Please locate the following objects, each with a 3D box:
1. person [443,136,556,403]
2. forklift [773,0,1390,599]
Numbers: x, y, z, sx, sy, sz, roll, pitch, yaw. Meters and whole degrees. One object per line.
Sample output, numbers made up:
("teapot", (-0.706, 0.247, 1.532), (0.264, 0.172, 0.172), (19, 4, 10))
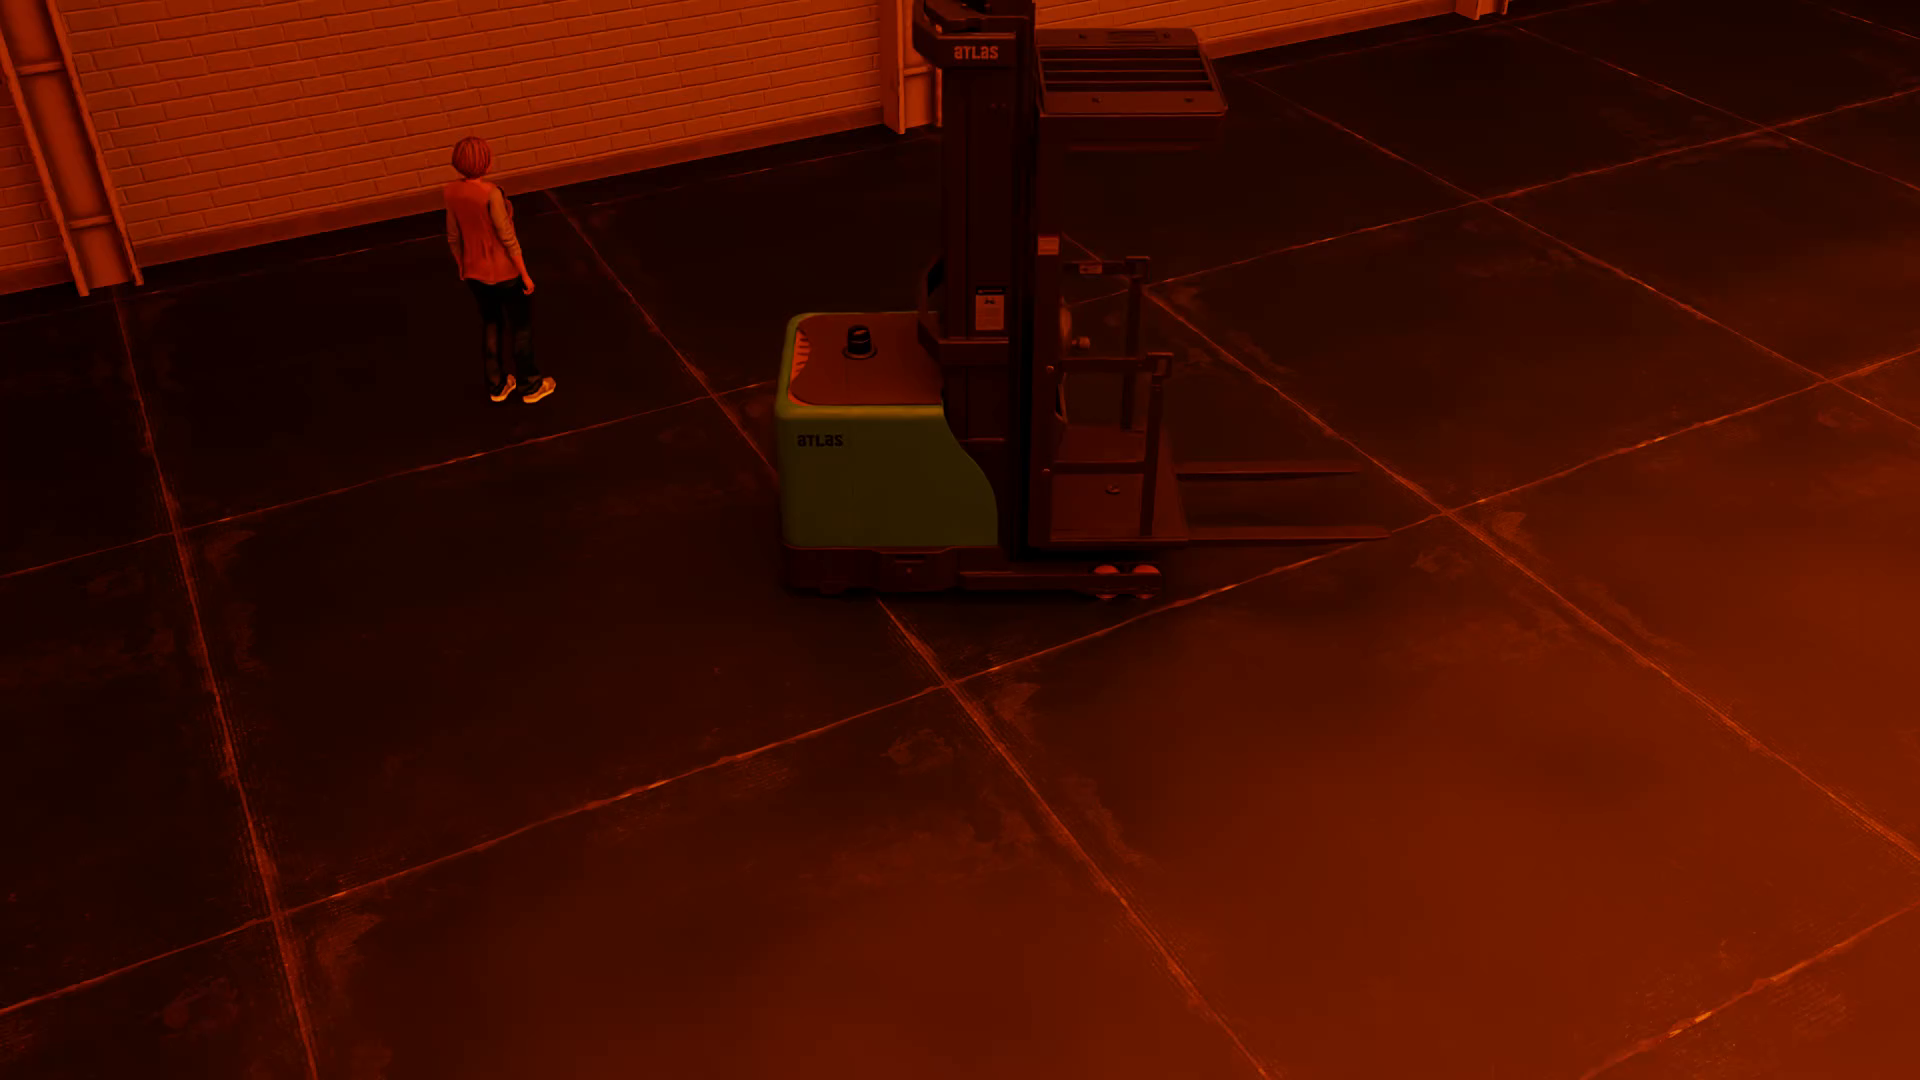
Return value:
("person", (-2.621, -1.519, 9.428), (0.485, 1.601, 0.345), (12, 37, 16))
("forklift", (0.628, -1.213, 7.840), (3.031, 2.935, 1.130), (0, 35, -1))
